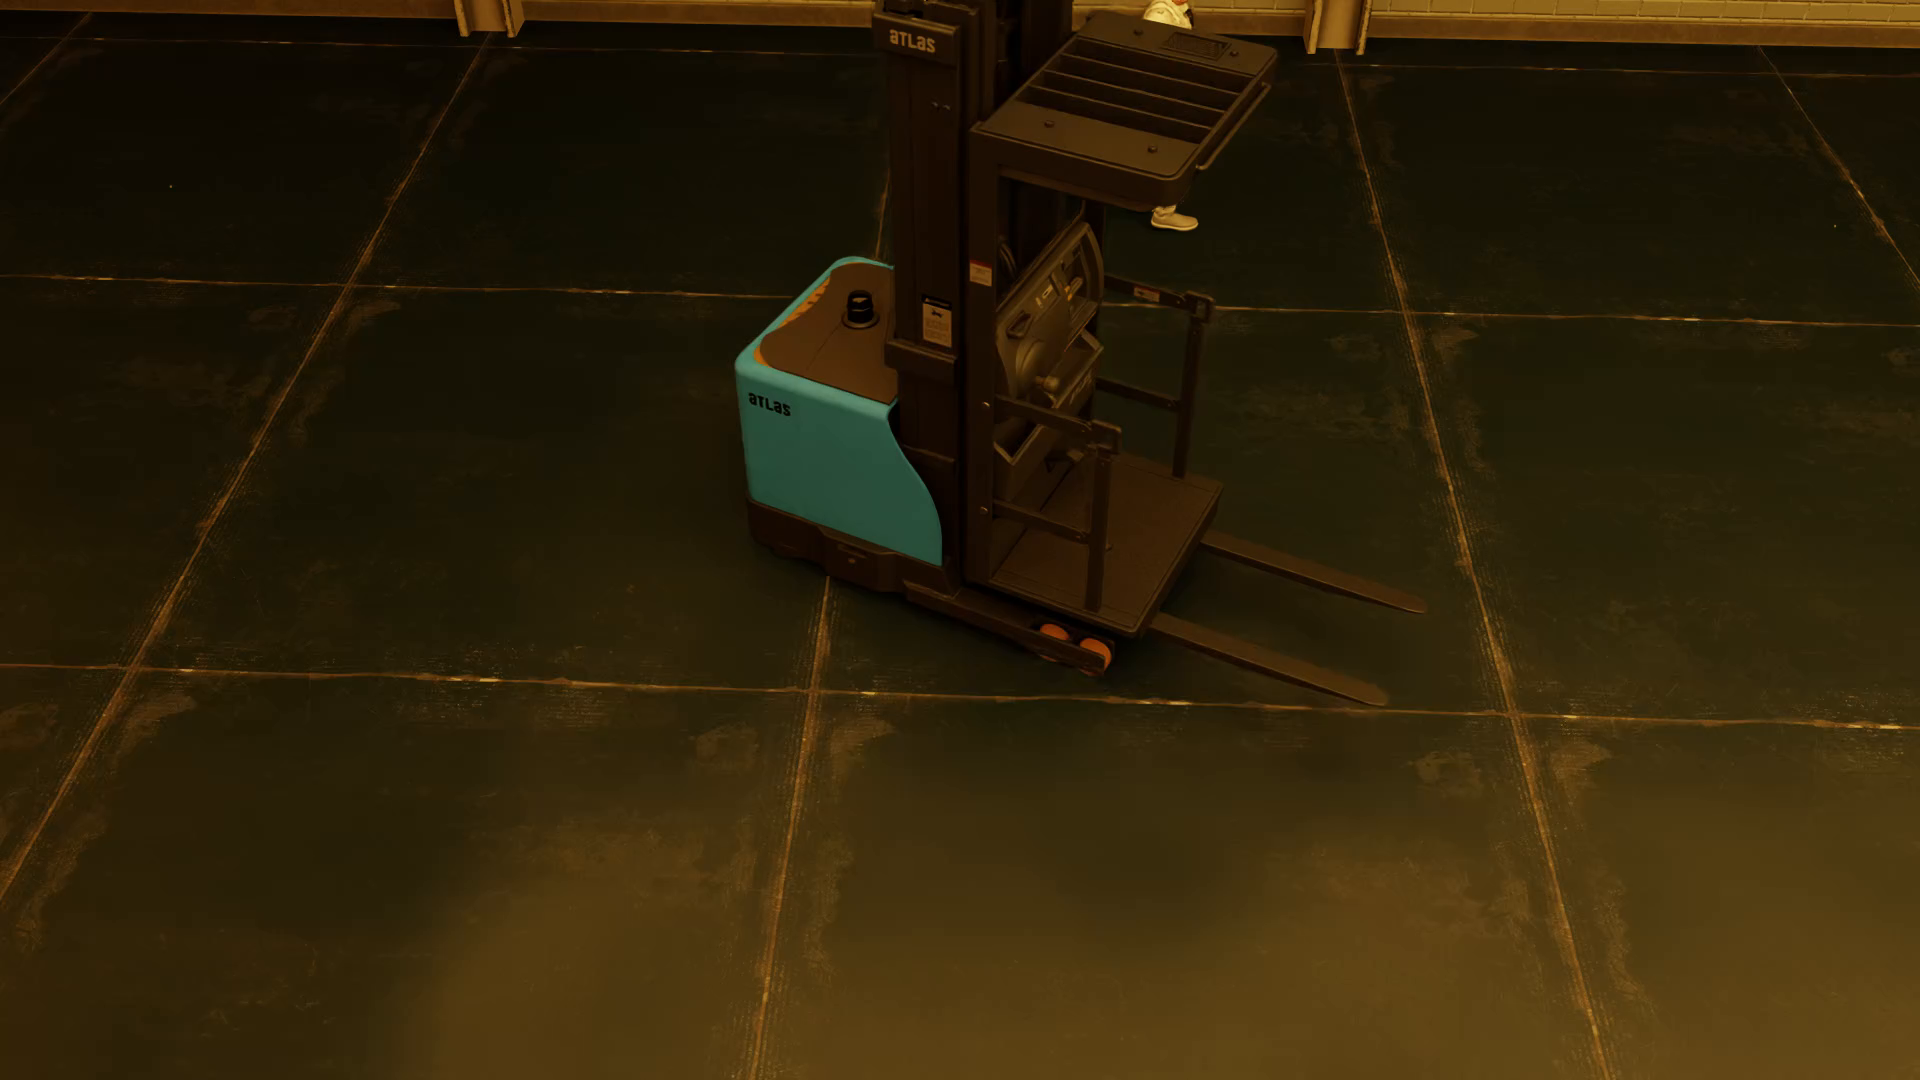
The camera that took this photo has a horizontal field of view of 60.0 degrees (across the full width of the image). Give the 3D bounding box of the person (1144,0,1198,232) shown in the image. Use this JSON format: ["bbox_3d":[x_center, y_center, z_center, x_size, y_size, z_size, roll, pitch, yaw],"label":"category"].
[{"bbox_3d":[1.202,-2.560,9.536,0.484,1.628,0.720,6,43,6],"label":"person"}]

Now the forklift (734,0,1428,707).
[{"bbox_3d":[0.552,-0.901,6.729,3.031,2.935,1.130,19,46,20],"label":"forklift"}]
